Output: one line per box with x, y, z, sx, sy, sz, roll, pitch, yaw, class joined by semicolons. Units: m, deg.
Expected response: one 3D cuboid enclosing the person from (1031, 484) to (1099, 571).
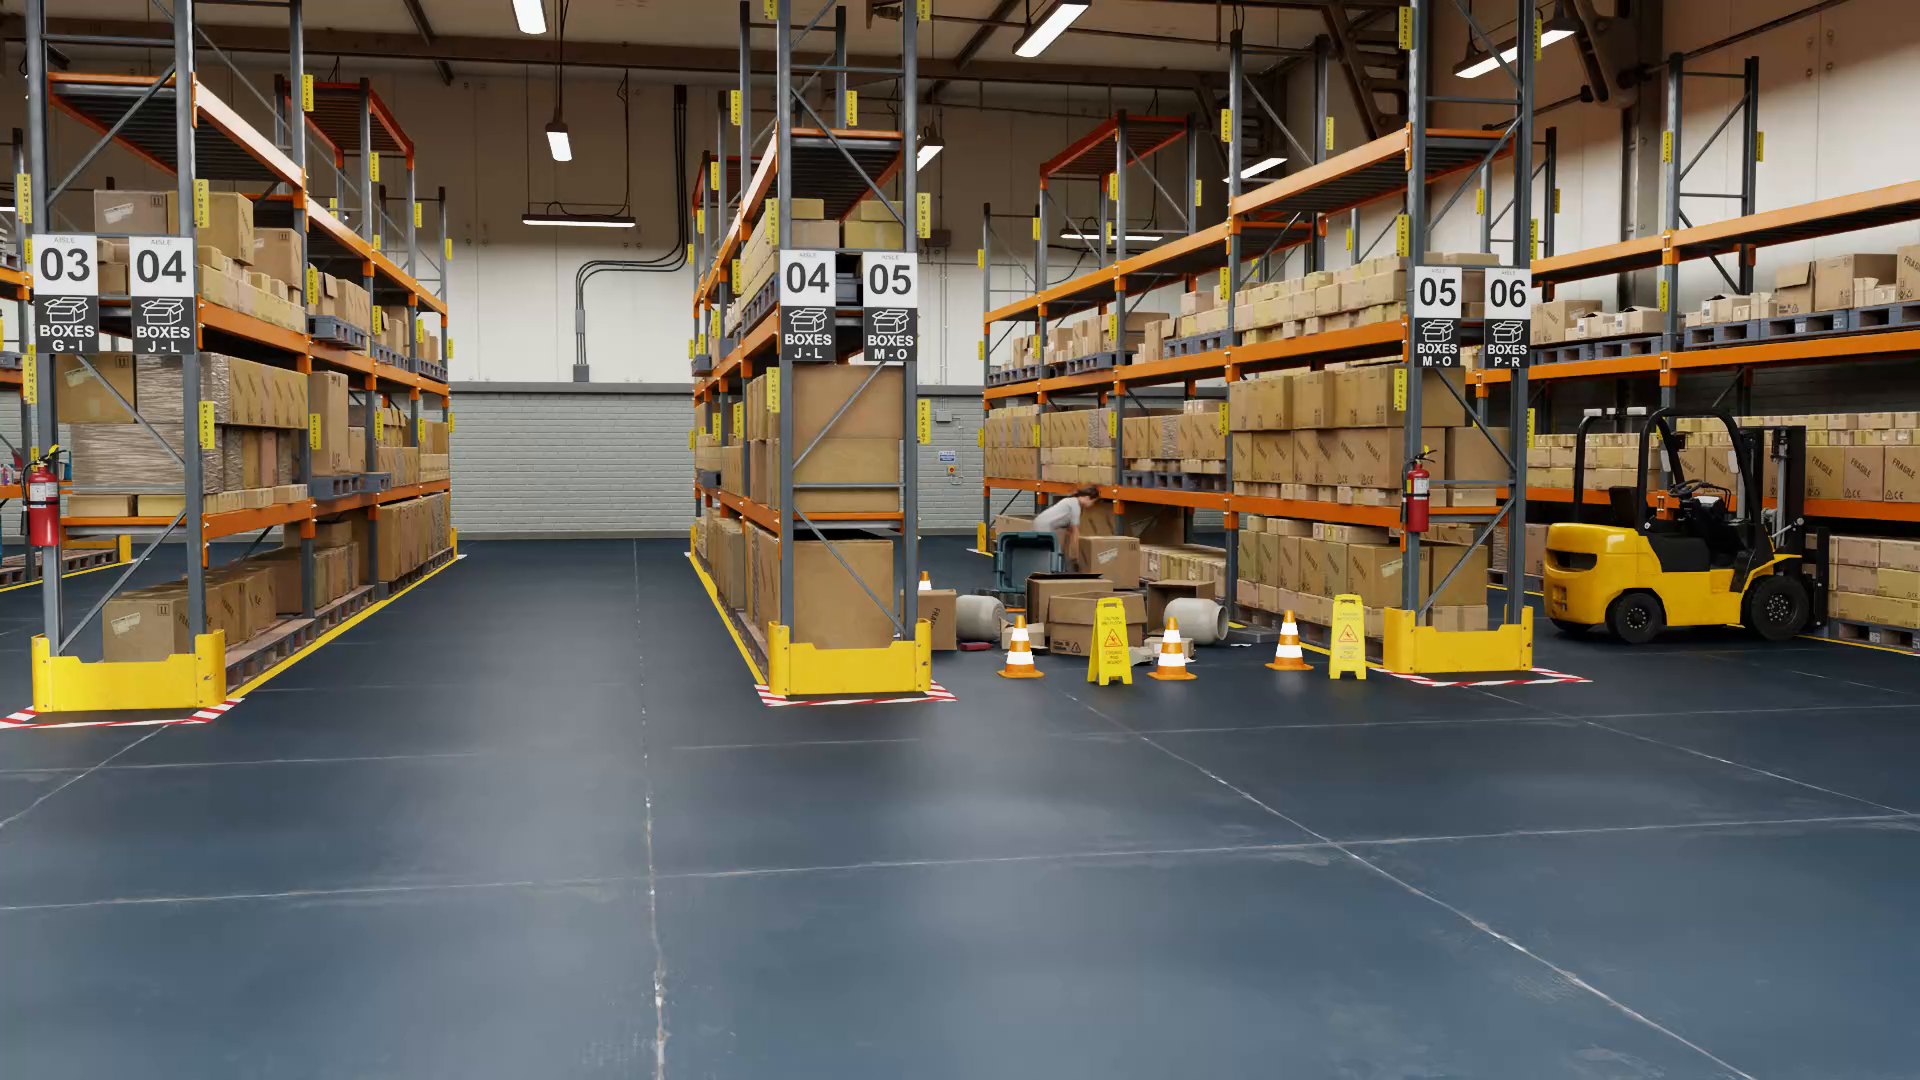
1.179;0.074;18.520;0.772;1.384;0.409;-1;3;-13;person
